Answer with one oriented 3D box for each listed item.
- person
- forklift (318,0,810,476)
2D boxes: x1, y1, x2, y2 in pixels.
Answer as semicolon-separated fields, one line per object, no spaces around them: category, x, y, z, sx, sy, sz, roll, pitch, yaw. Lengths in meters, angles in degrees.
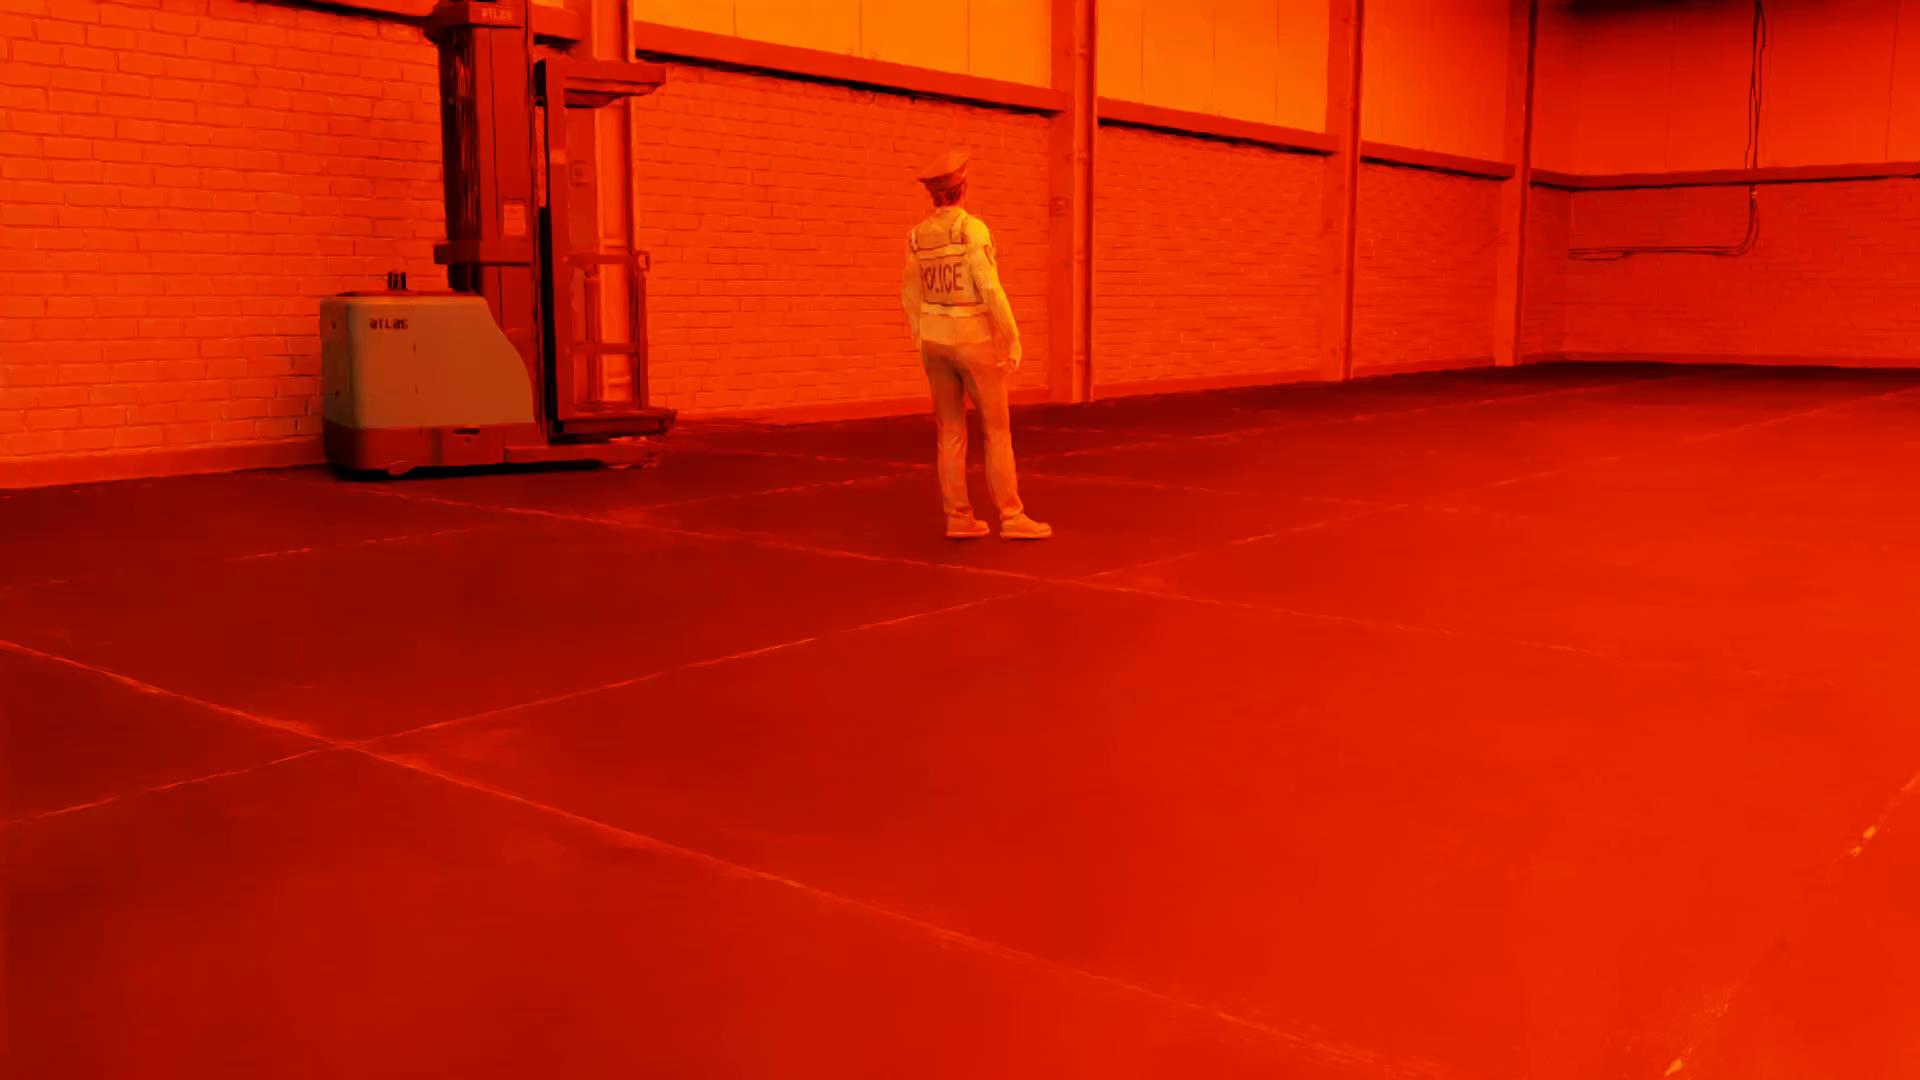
person;0.048;-0.853;7.329;0.586;1.695;0.532;7;11;38
forklift;-2.490;-1.963;10.694;3.031;2.935;1.130;-5;10;-31
